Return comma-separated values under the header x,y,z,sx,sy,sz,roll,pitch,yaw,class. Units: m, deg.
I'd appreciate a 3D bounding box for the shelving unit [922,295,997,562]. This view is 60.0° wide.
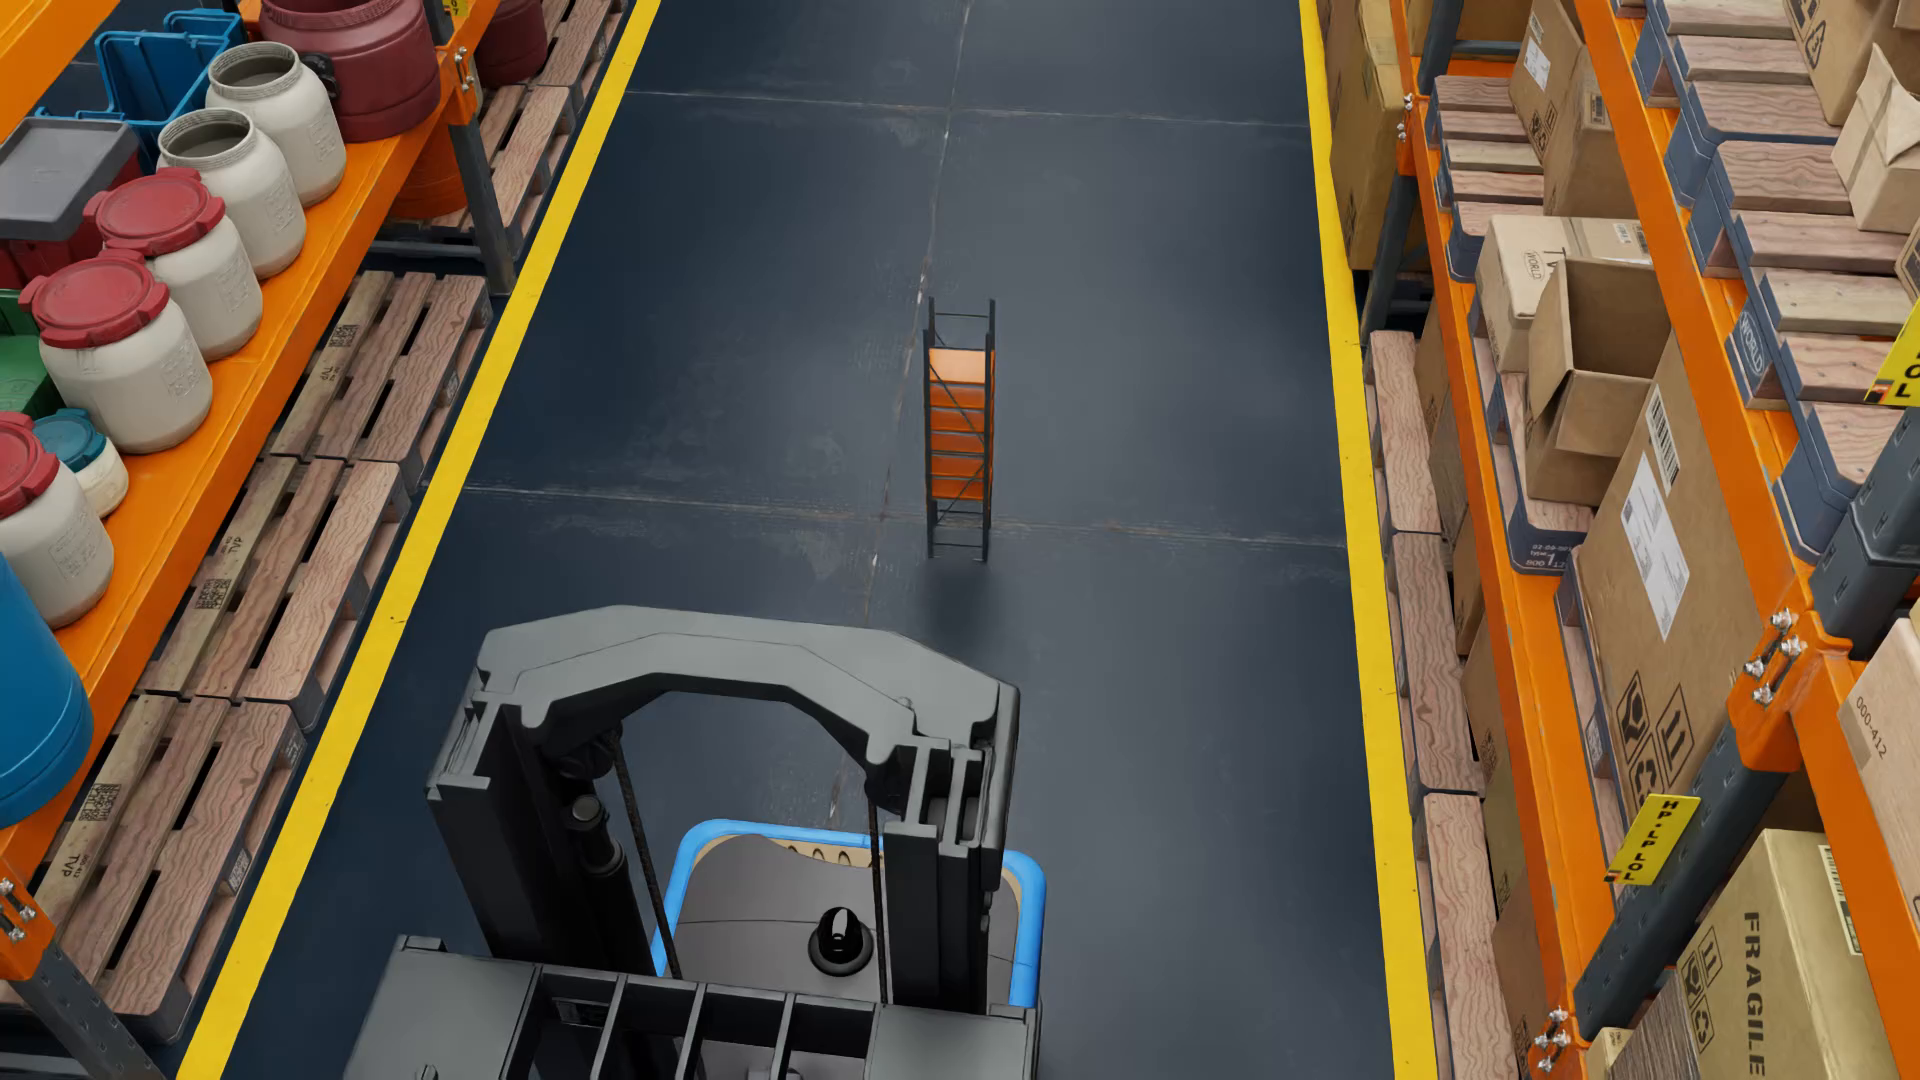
x,y,z,sx,sy,sz,roll,pitch,yaw,class
-0.001,-0.394,6.323,0.258,1.200,0.189,4,48,4,shelving unit

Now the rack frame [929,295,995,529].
x,y,z,sx,sy,sz,roll,pitch,yaw,class
0.007,-0.462,6.385,0.240,1.200,0.006,4,48,4,rack frame

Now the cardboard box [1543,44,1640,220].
x,y,z,sx,sy,sz,roll,pitch,yaw,class
2.366,-1.258,5.541,0.700,0.500,0.500,10,48,9,cardboard box

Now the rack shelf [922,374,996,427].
x,y,z,sx,sy,sz,roll,pitch,yaw,class
-0.001,-0.526,6.179,0.258,0.103,0.180,4,48,4,rack shelf

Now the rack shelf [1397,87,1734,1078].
x,y,z,sx,sy,sz,roll,pitch,yaw,class
2.144,-0.186,5.401,1.077,0.370,4.000,4,48,4,rack shelf

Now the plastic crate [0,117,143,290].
x,y,z,sx,sy,sz,roll,pitch,yaw,class
-3.058,-1.087,5.694,0.402,0.464,0.583,4,48,4,plastic crate

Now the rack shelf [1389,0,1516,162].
x,y,z,sx,sy,sz,roll,pitch,yaw,class
2.509,-3.126,8.089,1.077,0.370,4.000,4,48,4,rack shelf

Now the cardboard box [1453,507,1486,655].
x,y,z,sx,sy,sz,roll,pitch,yaw,class
2.203,0.116,6.033,0.700,0.500,0.500,7,48,7,cardboard box

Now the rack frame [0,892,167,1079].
x,y,z,sx,sy,sz,roll,pitch,yaw,class
-2.967,0.708,4.096,0.949,2.616,0.053,4,48,4,rack frame

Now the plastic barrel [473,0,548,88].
x,y,z,sx,sy,sz,roll,pitch,yaw,class
-2.475,-2.750,8.608,0.600,0.588,0.708,4,48,4,plastic barrel

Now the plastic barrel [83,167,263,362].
x,y,z,sx,sy,sz,roll,pitch,yaw,class
-2.558,-0.884,5.459,0.433,0.535,0.433,0,48,0,plastic barrel

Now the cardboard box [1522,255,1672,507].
x,y,z,sx,sy,sz,roll,pitch,yaw,class
2.028,-0.416,4.769,0.797,0.503,0.637,8,48,8,cardboard box

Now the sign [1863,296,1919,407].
x,y,z,sx,sy,sz,roll,pitch,yaw,class
1.409,-0.314,2.380,0.100,0.325,0.005,4,48,4,sign

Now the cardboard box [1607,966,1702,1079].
x,y,z,sx,sy,sz,roll,pitch,yaw,class
1.860,1.233,3.346,0.875,0.500,0.500,4,48,4,cardboard box

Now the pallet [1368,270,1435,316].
x,y,z,sx,sy,sz,roll,pitch,yaw,class
2.474,-1.532,8.034,1.003,0.211,1.213,4,48,4,pallet

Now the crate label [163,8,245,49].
x,y,z,sx,sy,sz,roll,pitch,yaw,class
-3.017,-1.891,6.586,0.303,0.233,0.416,4,48,4,crate label

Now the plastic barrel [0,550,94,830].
x,y,z,sx,sy,sz,roll,pitch,yaw,class
-2.633,0.275,4.152,0.600,0.901,0.708,4,48,4,plastic barrel

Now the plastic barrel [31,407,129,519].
x,y,z,sx,sy,sz,roll,pitch,yaw,class
-2.697,-0.208,5.027,0.301,0.262,0.301,0,48,0,plastic barrel

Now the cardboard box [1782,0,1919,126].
x,y,z,sx,sy,sz,roll,pitch,yaw,class
2.189,-1.180,3.435,0.797,0.503,0.637,6,48,5,cardboard box

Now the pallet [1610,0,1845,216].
x,y,z,sx,sy,sz,roll,pitch,yaw,class
2.216,-1.117,3.860,1.213,0.211,1.003,4,48,4,pallet

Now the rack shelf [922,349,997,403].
x,y,z,sx,sy,sz,roll,pitch,yaw,class
-0.001,-0.607,6.091,0.258,0.103,0.180,4,48,4,rack shelf

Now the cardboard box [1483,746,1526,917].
x,y,z,sx,sy,sz,roll,pitch,yaw,class
2.102,0.937,5.282,0.700,0.500,0.500,4,48,3,cardboard box

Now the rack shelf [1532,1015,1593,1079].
x,y,z,sx,sy,sz,roll,pitch,yaw,class
1.780,2.753,2.713,1.077,0.370,4.000,4,48,4,rack shelf

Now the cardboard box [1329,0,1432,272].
x,y,z,sx,sy,sz,roll,pitch,yaw,class
2.410,-1.829,7.571,1.225,0.875,0.875,2,48,2,cardboard box

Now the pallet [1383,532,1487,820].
x,y,z,sx,sy,sz,roll,pitch,yaw,class
2.140,0.510,6.166,1.003,0.211,1.213,4,48,4,pallet

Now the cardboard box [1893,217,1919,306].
x,y,z,sx,sy,sz,roll,pitch,yaw,class
2.104,-0.487,2.801,0.797,0.503,0.637,2,48,2,cardboard box

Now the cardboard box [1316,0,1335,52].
x,y,z,sx,sy,sz,roll,pitch,yaw,class
2.572,-3.134,8.765,1.225,0.875,0.875,2,48,2,cardboard box

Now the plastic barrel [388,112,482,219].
x,y,z,sx,sy,sz,roll,pitch,yaw,class
-2.578,-2.002,7.760,0.600,0.830,0.708,4,48,4,plastic barrel

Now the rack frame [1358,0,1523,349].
x,y,z,sx,sy,sz,roll,pitch,yaw,class
2.327,-1.899,6.480,1.000,3.000,0.127,4,48,4,rack frame

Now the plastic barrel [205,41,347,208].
x,y,z,sx,sy,sz,roll,pitch,yaw,class
-2.487,-1.499,6.039,0.421,0.512,0.421,0,48,0,plastic barrel

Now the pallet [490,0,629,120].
x,y,z,sx,sy,sz,roll,pitch,yaw,class
-2.461,-2.767,9.164,1.003,0.211,1.213,4,48,4,pallet

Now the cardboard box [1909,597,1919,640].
x,y,z,sx,sy,sz,roll,pitch,yaw,class
1.626,0.162,2.393,0.380,0.149,0.250,3,48,2,cardboard box

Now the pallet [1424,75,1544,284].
x,y,z,sx,sy,sz,roll,pitch,yaw,class
2.368,-1.303,6.065,1.213,0.211,1.003,4,48,4,pallet

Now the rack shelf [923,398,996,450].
x,y,z,sx,sy,sz,roll,pitch,yaw,class
-0.001,-0.445,6.268,0.258,0.103,0.180,4,48,4,rack shelf

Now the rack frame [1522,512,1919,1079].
x,y,z,sx,sy,sz,roll,pitch,yaw,class
1.962,1.041,3.791,1.000,3.000,0.127,4,48,4,rack frame

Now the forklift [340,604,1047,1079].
x,y,z,sx,sy,sz,roll,pitch,yaw,class
-0.448,1.629,3.300,1.130,2.935,3.031,5,48,5,forklift

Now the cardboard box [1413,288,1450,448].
x,y,z,sx,sy,sz,roll,pitch,yaw,class
2.286,-0.710,6.788,0.700,0.500,0.500,2,48,1,cardboard box

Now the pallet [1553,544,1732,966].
x,y,z,sx,sy,sz,roll,pitch,yaw,class
2.177,0.553,4.367,1.003,0.211,1.213,4,48,4,pallet

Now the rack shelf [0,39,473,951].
x,y,z,sx,sy,sz,roll,pitch,yaw,class
-2.788,-0.519,5.706,1.077,0.370,4.000,4,48,4,rack shelf

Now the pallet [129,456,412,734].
x,y,z,sx,sy,sz,roll,pitch,yaw,class
-2.829,0.170,6.477,1.003,0.211,1.213,4,48,4,pallet
